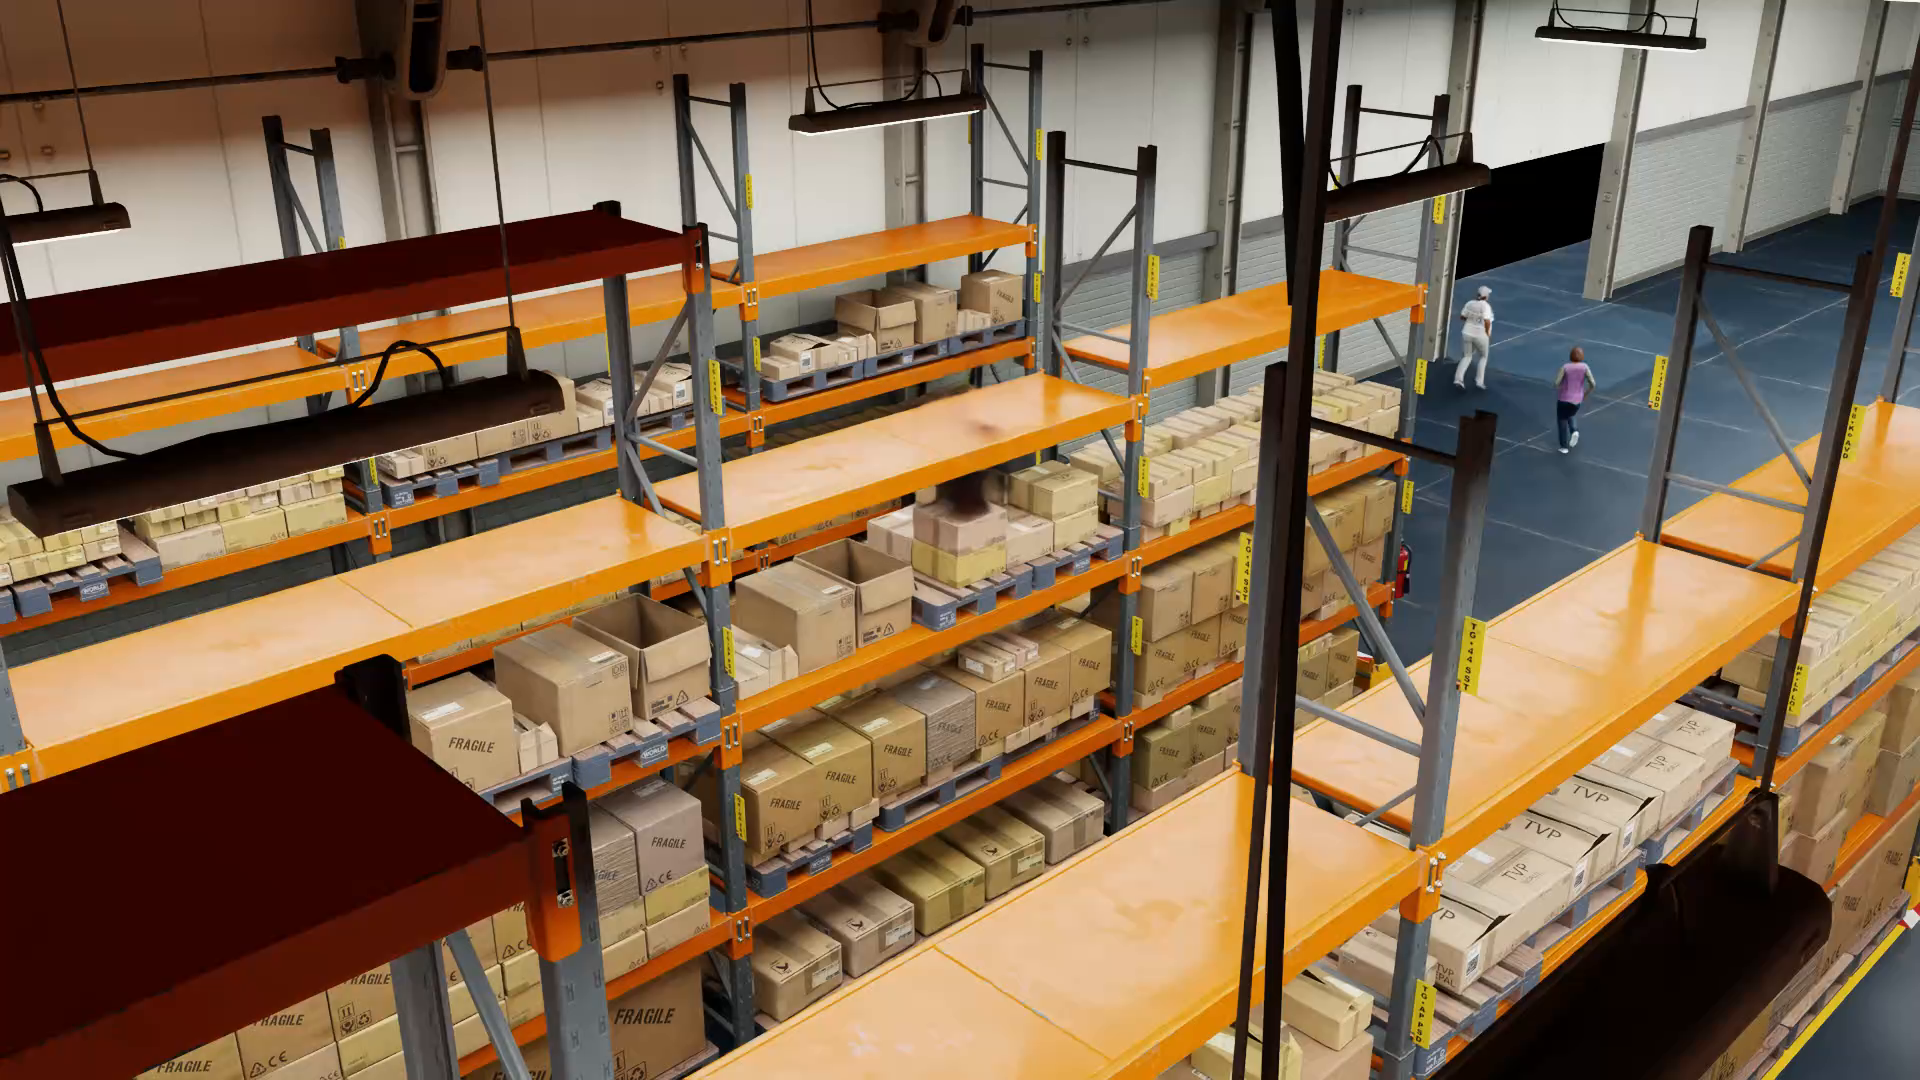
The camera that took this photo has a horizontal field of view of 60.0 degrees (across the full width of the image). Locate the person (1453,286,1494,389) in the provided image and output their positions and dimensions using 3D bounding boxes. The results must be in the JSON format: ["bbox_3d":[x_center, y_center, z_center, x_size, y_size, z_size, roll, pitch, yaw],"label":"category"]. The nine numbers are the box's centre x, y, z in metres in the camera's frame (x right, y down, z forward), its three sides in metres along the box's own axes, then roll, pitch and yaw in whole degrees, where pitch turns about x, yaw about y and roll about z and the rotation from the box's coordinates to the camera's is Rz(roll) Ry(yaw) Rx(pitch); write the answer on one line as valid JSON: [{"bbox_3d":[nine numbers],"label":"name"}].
[{"bbox_3d":[8.148,-3.174,26.362,0.595,1.709,0.771,19,29,38],"label":"person"}]

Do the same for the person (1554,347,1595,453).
[{"bbox_3d":[8.700,-2.005,23.695,0.542,1.558,0.539,3,23,7],"label":"person"}]
